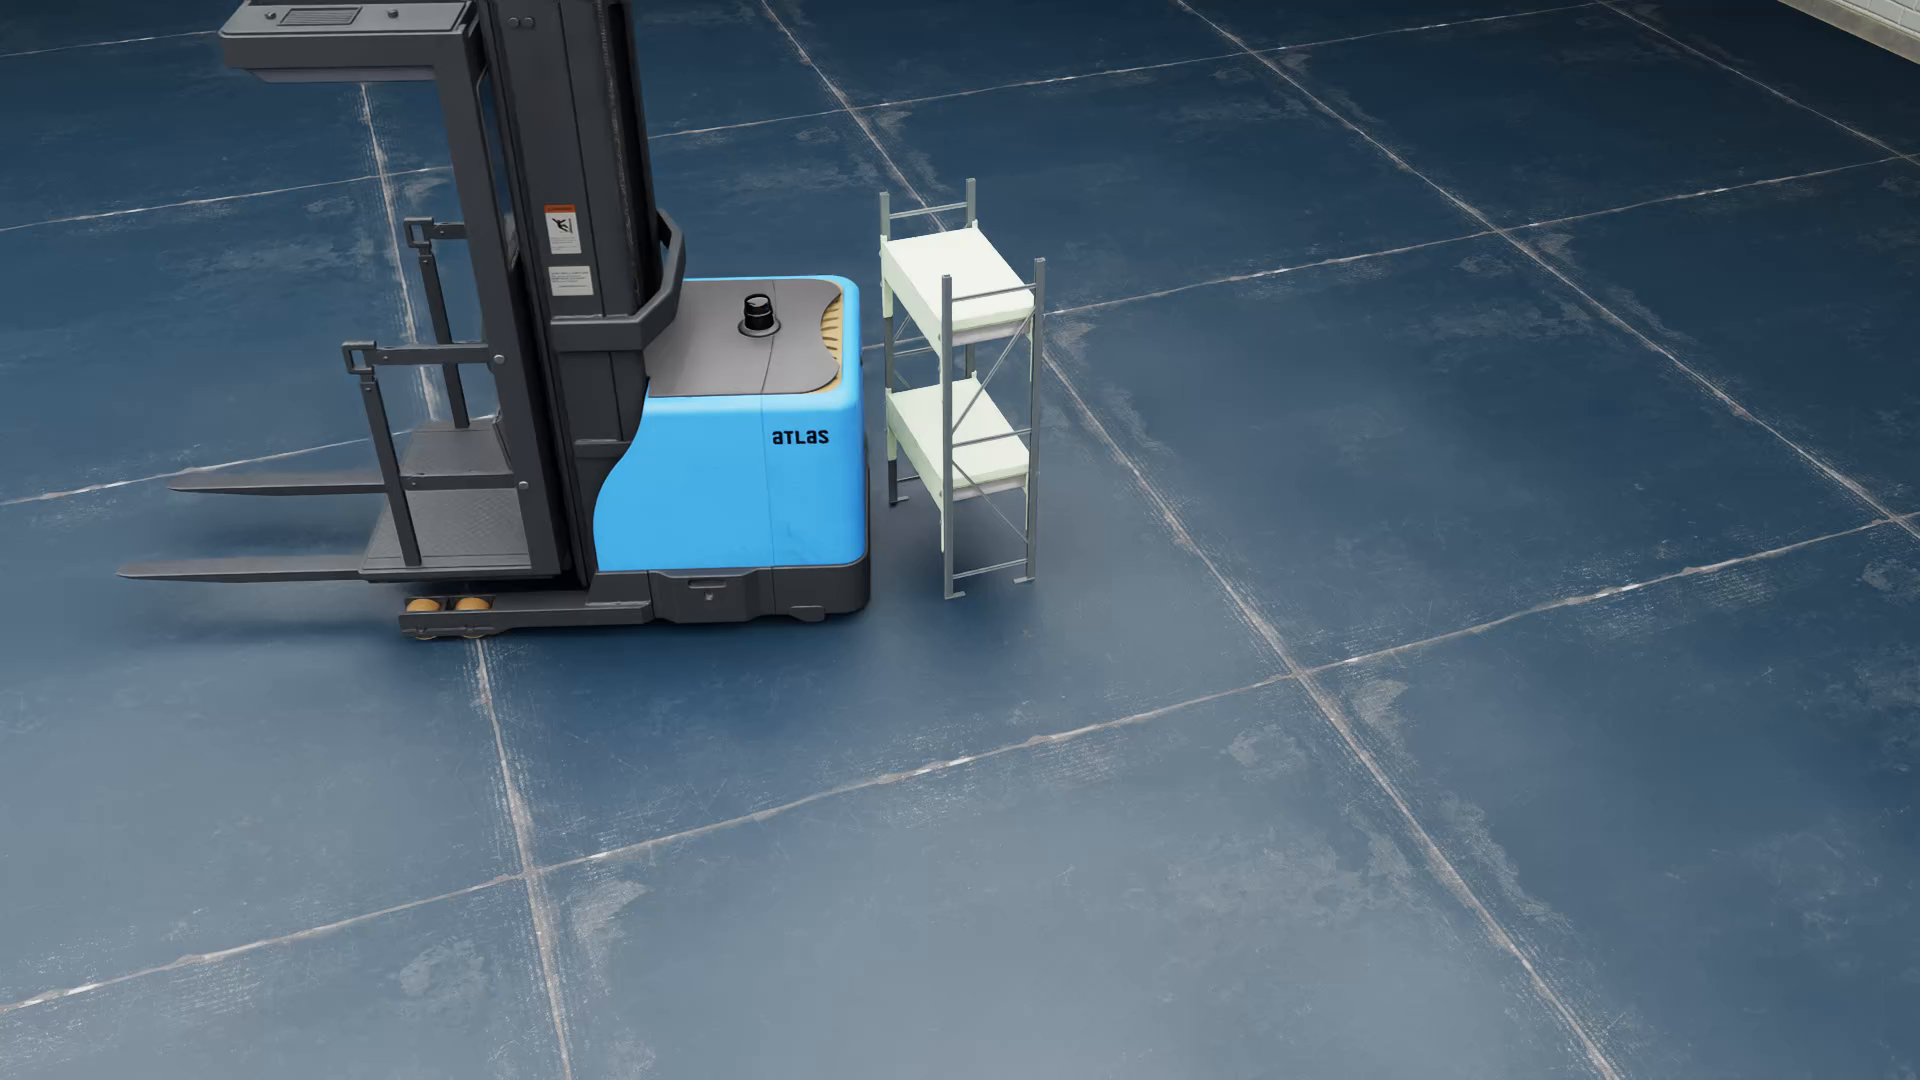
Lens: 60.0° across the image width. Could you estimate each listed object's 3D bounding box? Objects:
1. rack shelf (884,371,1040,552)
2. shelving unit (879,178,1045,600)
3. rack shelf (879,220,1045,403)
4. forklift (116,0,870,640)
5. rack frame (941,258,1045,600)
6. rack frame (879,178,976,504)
[{"bbox_3d":[-0.002,-0.342,7.000,0.431,0.370,0.720,-12,39,-16],"label":"rack shelf"},{"bbox_3d":[-0.002,-0.603,6.804,0.431,1.500,0.755,-12,39,-16],"label":"shelving unit"},{"bbox_3d":[-0.002,-0.915,6.569,0.431,0.370,0.720,-12,39,-16],"label":"rack shelf"},{"bbox_3d":[-1.901,-1.095,6.267,3.031,2.935,1.130,-2,37,-2],"label":"forklift"},{"bbox_3d":[0.124,-0.396,6.529,0.400,1.500,0.023,-12,39,-16],"label":"rack frame"},{"bbox_3d":[-0.128,-0.810,7.078,0.400,1.500,0.023,-12,39,-16],"label":"rack frame"}]
